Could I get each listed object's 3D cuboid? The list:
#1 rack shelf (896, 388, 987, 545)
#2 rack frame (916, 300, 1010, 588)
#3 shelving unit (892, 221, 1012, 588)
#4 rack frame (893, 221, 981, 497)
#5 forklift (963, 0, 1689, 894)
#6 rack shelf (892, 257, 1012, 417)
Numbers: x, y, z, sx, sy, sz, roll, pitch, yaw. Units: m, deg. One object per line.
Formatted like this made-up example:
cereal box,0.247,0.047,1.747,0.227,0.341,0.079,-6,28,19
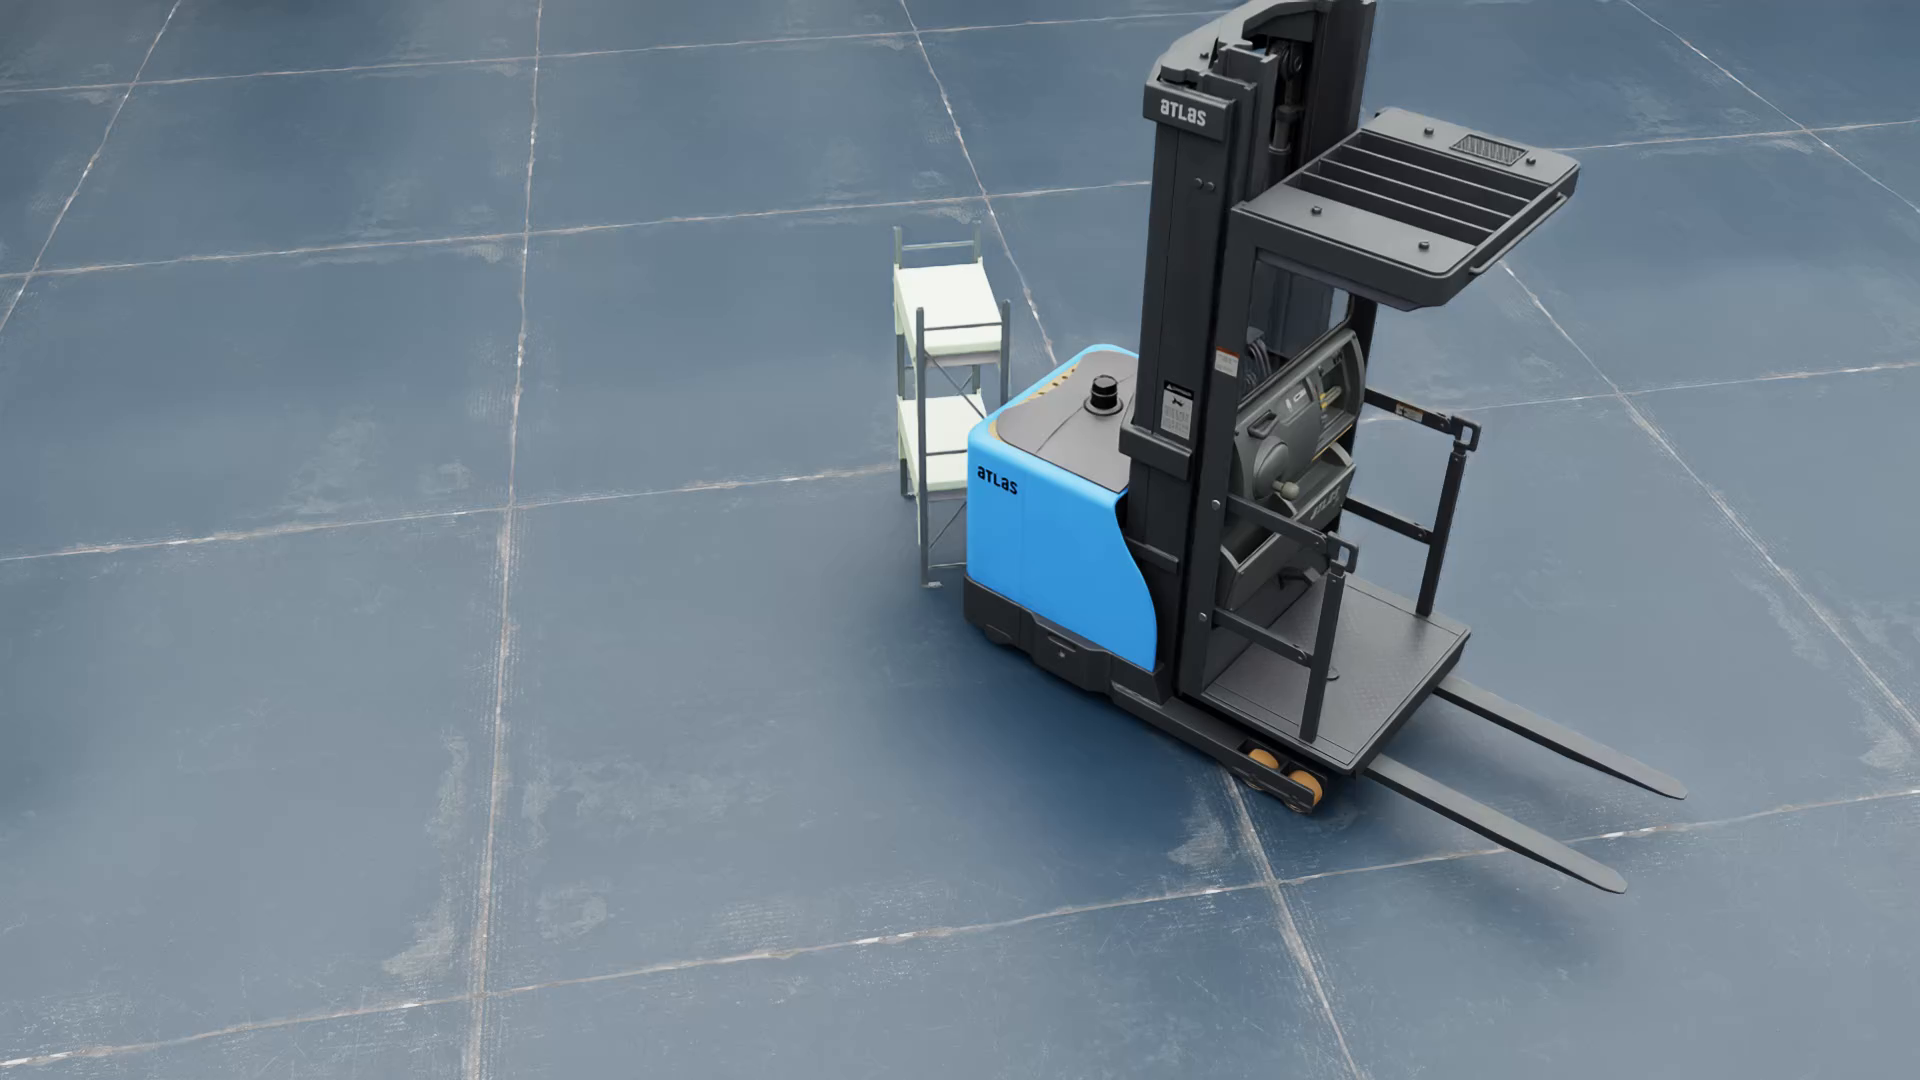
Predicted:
rack shelf,-0.045,-0.358,7.920,0.431,0.370,0.720,-6,38,-7
rack frame,0.013,-0.394,7.434,0.400,1.500,0.023,-6,38,-7
shelving unit,-0.045,-0.616,7.720,0.431,1.500,0.755,-6,38,-7
rack frame,-0.103,-0.837,8.005,0.400,1.500,0.023,-6,38,-7
forklift,1.476,-0.426,6.309,3.031,2.935,1.130,27,45,30
rack shelf,-0.045,-0.924,7.480,0.431,0.370,0.720,-6,38,-7
